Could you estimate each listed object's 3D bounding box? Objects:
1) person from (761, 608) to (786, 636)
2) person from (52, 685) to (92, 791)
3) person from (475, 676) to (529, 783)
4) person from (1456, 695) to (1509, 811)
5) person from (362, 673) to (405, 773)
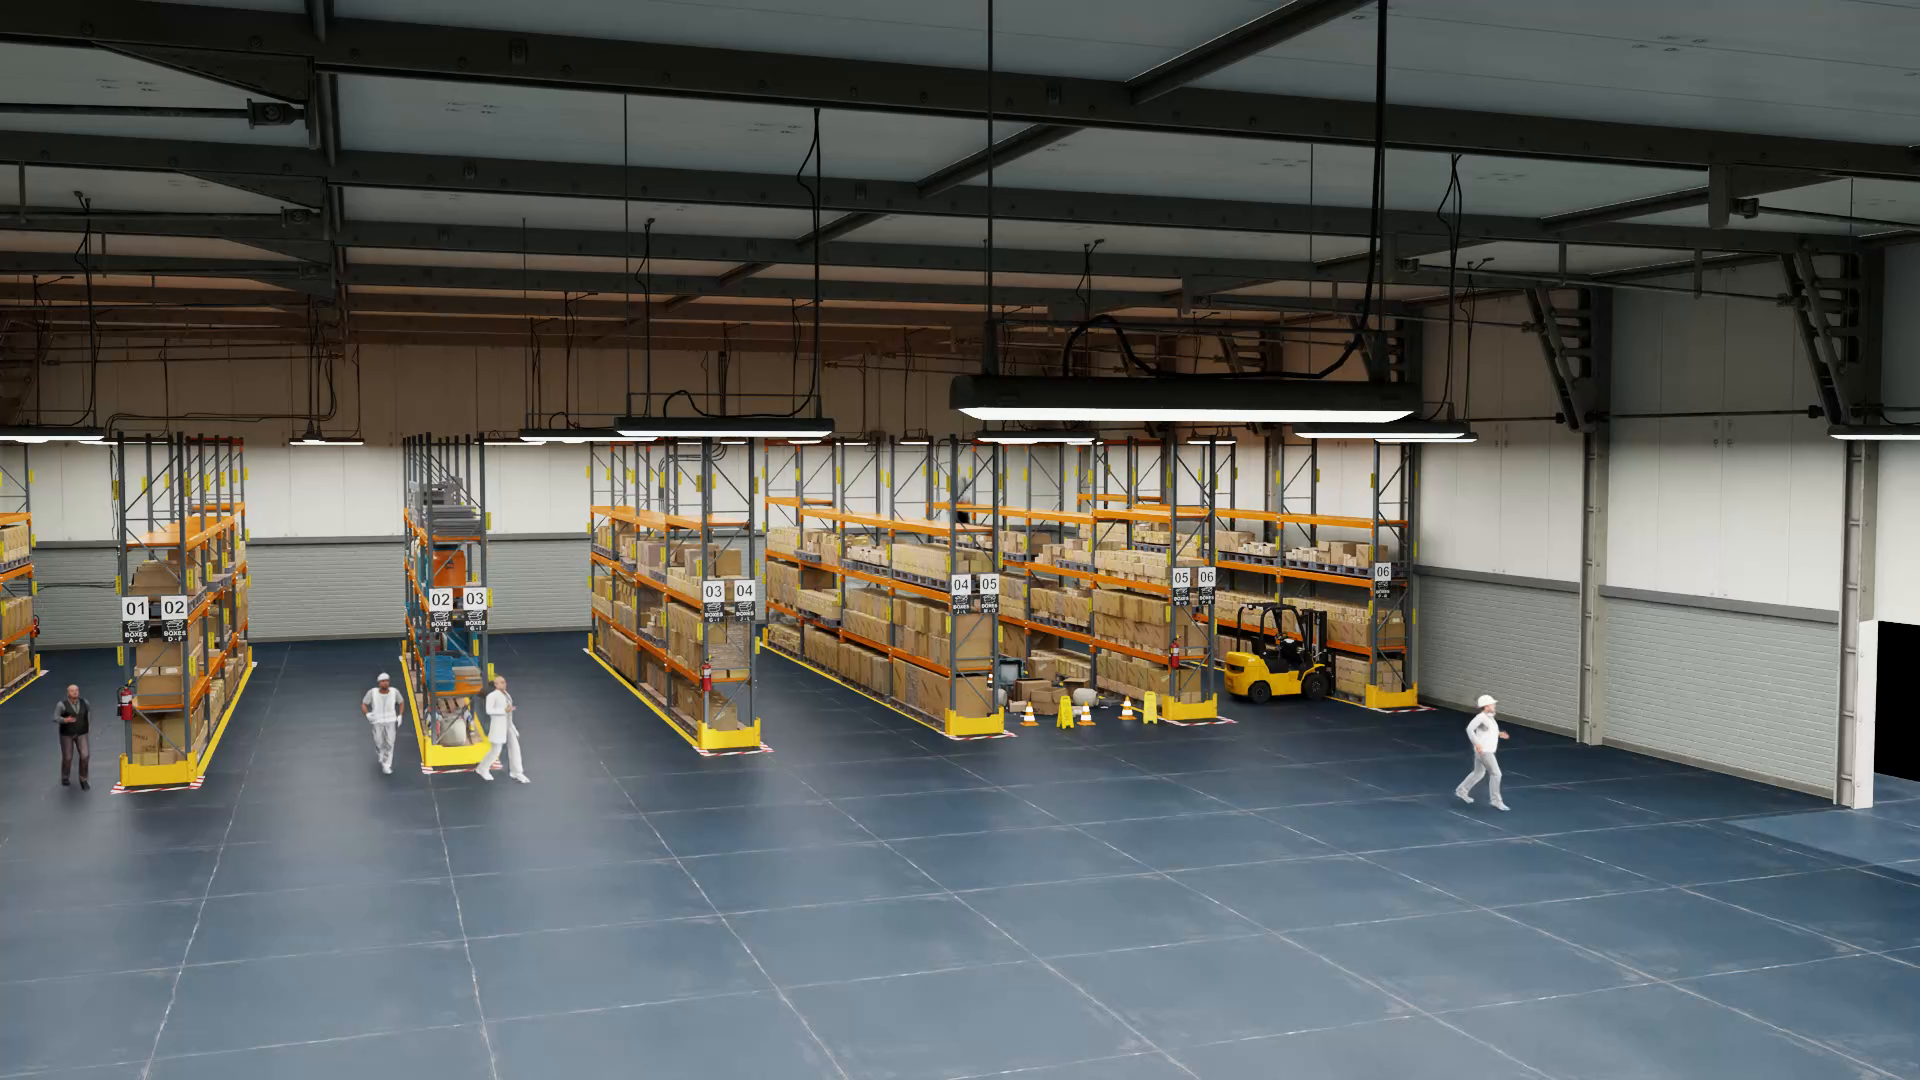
[{"bbox_3d":[-5.577,2.043,49.740,0.926,1.725,0.748,1,3,17],"label":"person"},{"bbox_3d":[-14.856,3.316,27.873,0.653,1.784,0.705,-3,4,-40],"label":"person"},{"bbox_3d":[-7.856,3.243,28.425,0.916,1.825,0.709,1,3,20],"label":"person"},{"bbox_3d":[8.327,3.367,26.464,0.835,1.808,0.649,1,3,20],"label":"person"},{"bbox_3d":[-10.199,3.228,29.436,0.726,1.751,0.563,-1,3,-23],"label":"person"}]
